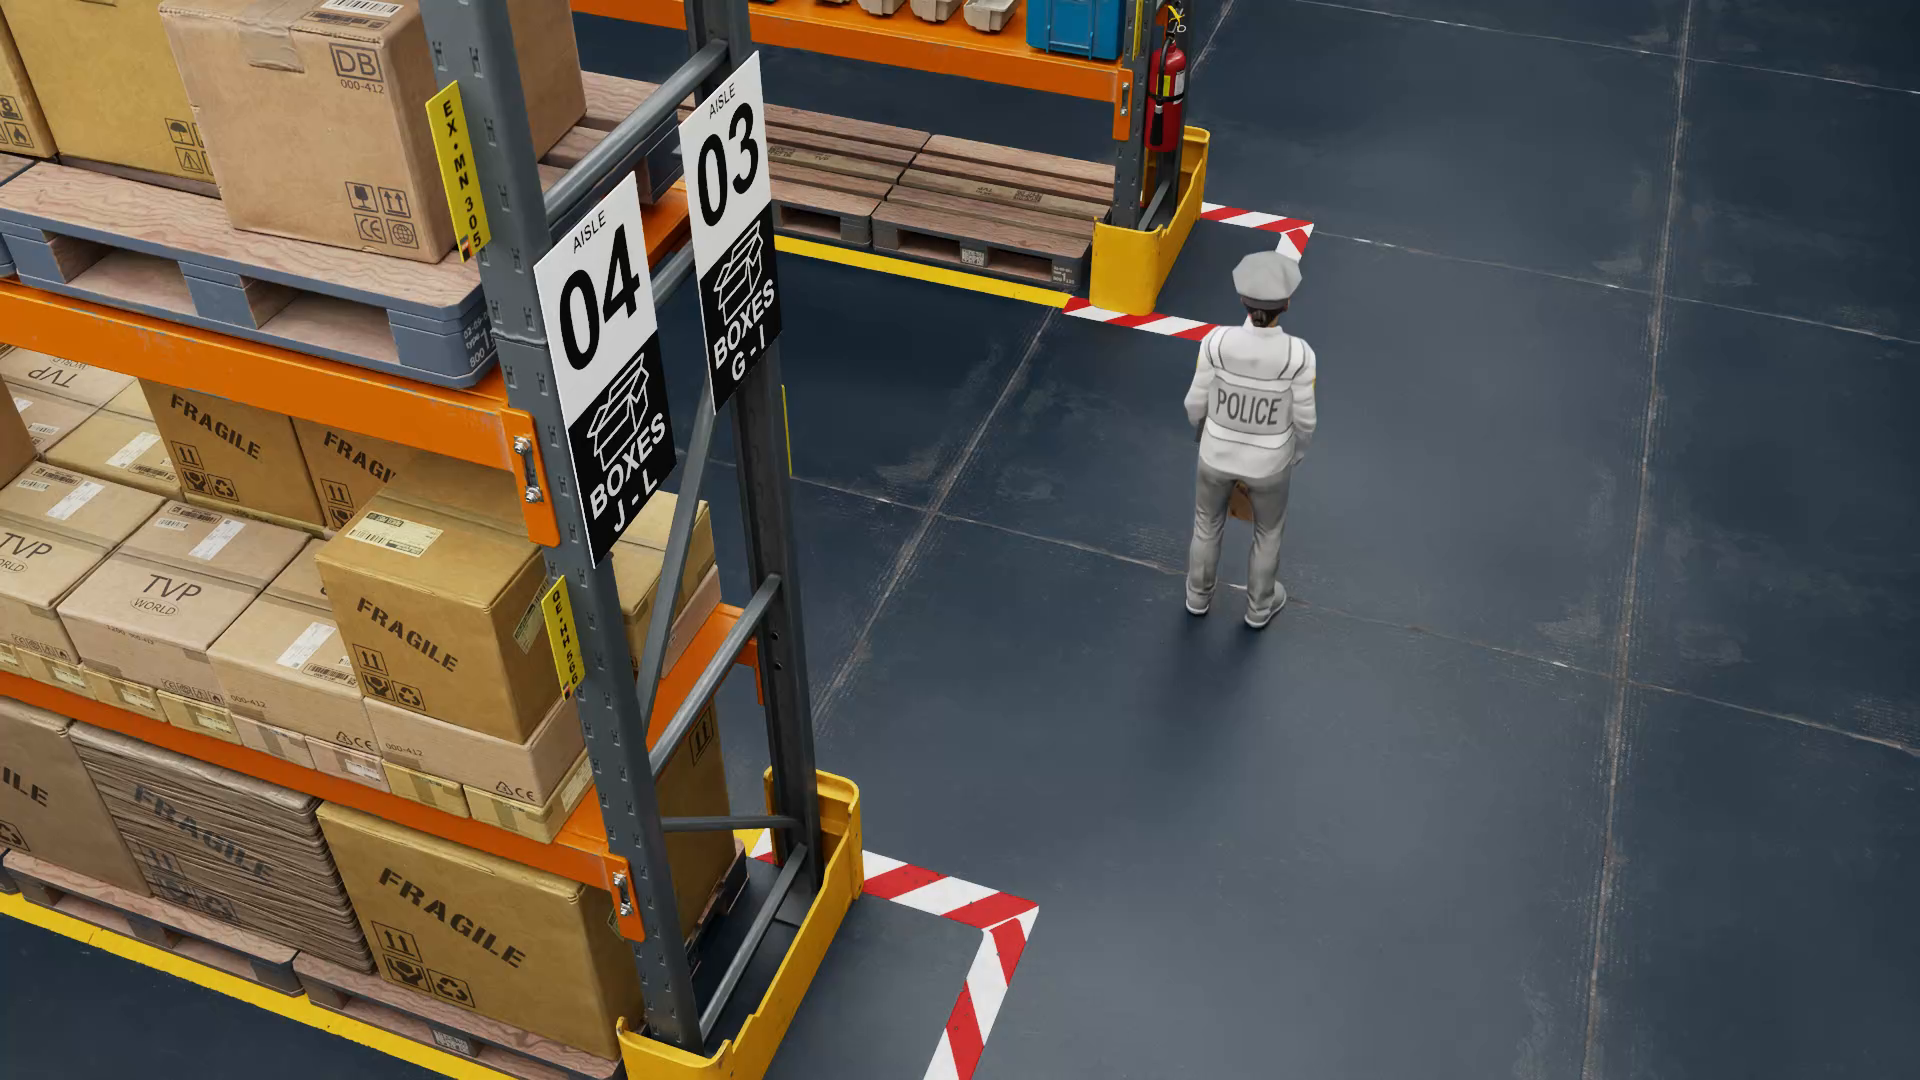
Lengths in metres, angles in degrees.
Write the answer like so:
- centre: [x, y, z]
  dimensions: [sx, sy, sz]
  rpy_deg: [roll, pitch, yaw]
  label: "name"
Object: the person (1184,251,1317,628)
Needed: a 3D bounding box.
- centre: [1.122, -0.344, 6.537]
  dimensions: [0.508, 1.670, 0.360]
  rpy_deg: [13, 43, 14]
  label: "person"
